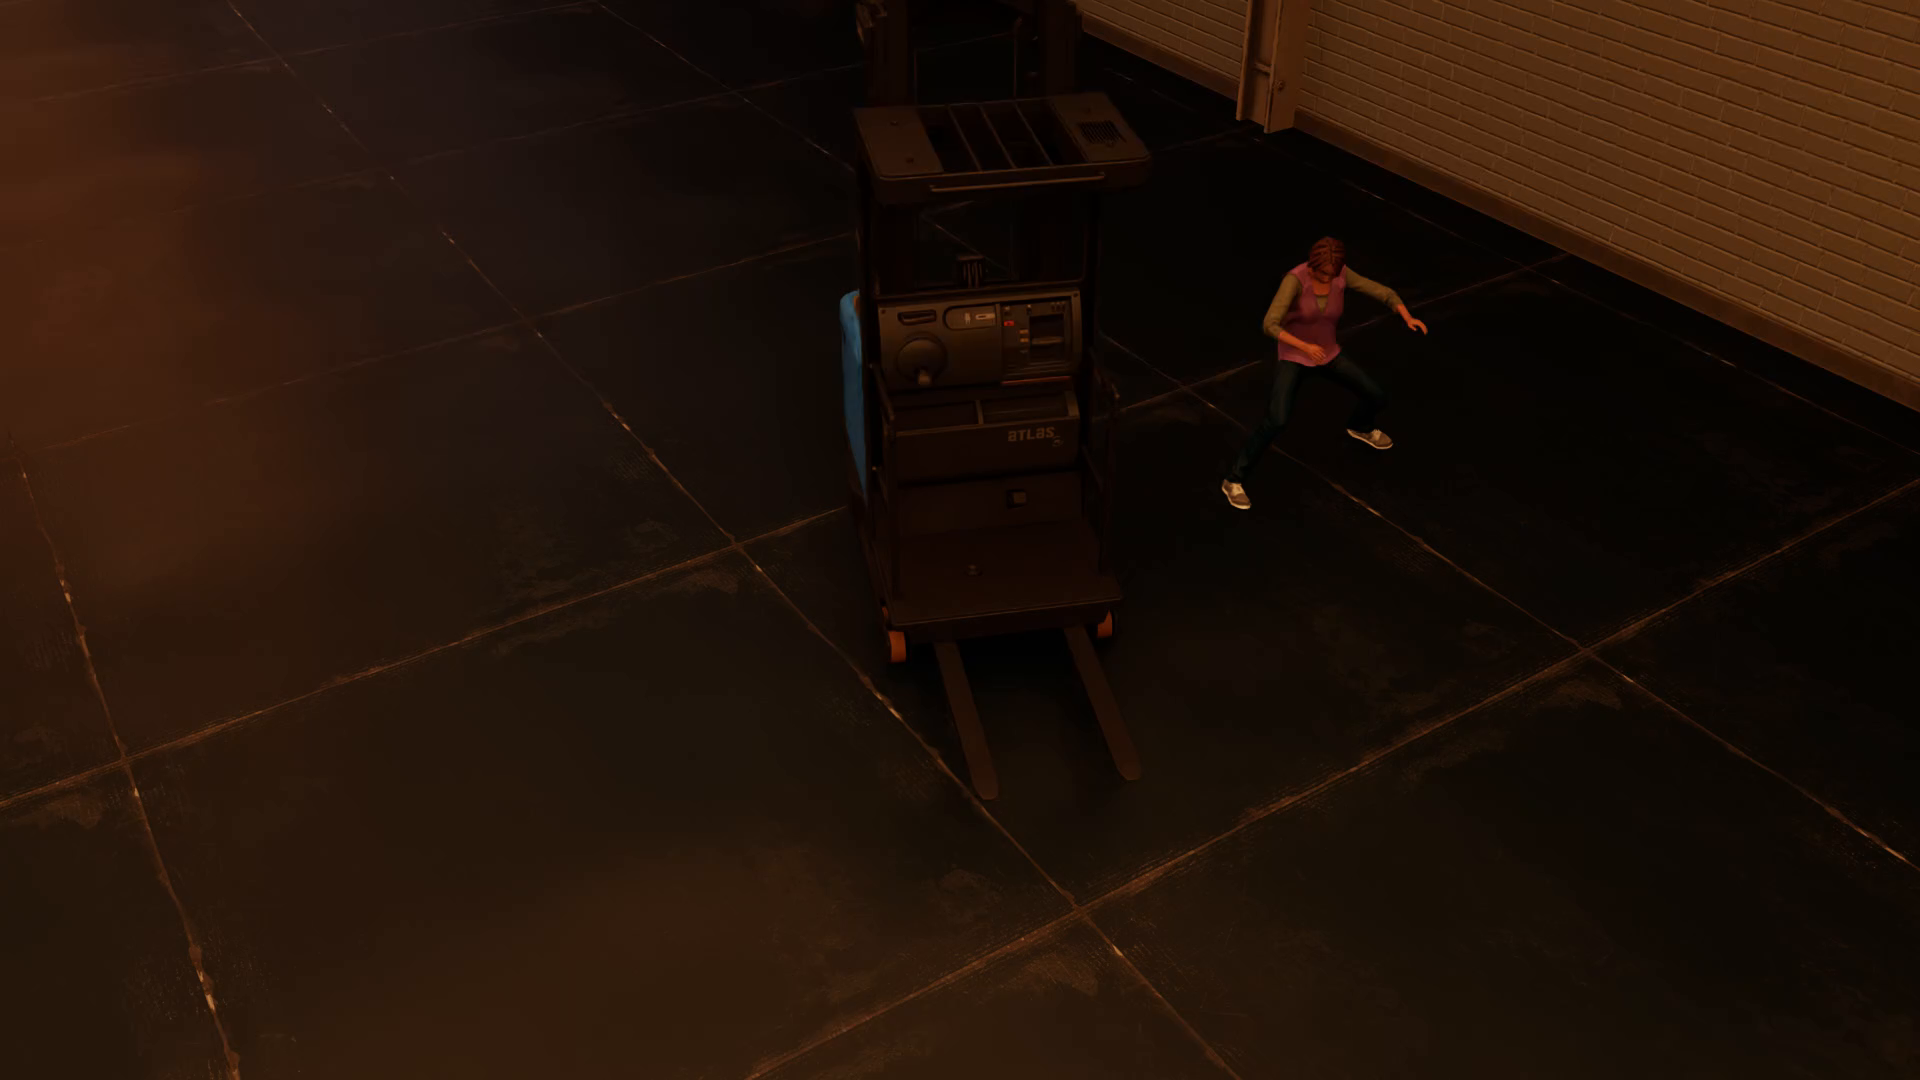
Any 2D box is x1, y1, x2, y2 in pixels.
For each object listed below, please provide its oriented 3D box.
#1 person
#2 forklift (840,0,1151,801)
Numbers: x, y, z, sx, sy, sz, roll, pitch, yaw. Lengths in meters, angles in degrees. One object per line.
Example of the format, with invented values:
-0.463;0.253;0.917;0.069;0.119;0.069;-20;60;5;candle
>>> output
1.938;-0.933;8.832;1.088;1.371;0.610;-7;36;-10;person
0.138;-0.845;7.351;1.130;2.935;3.031;-6;36;-9;forklift
